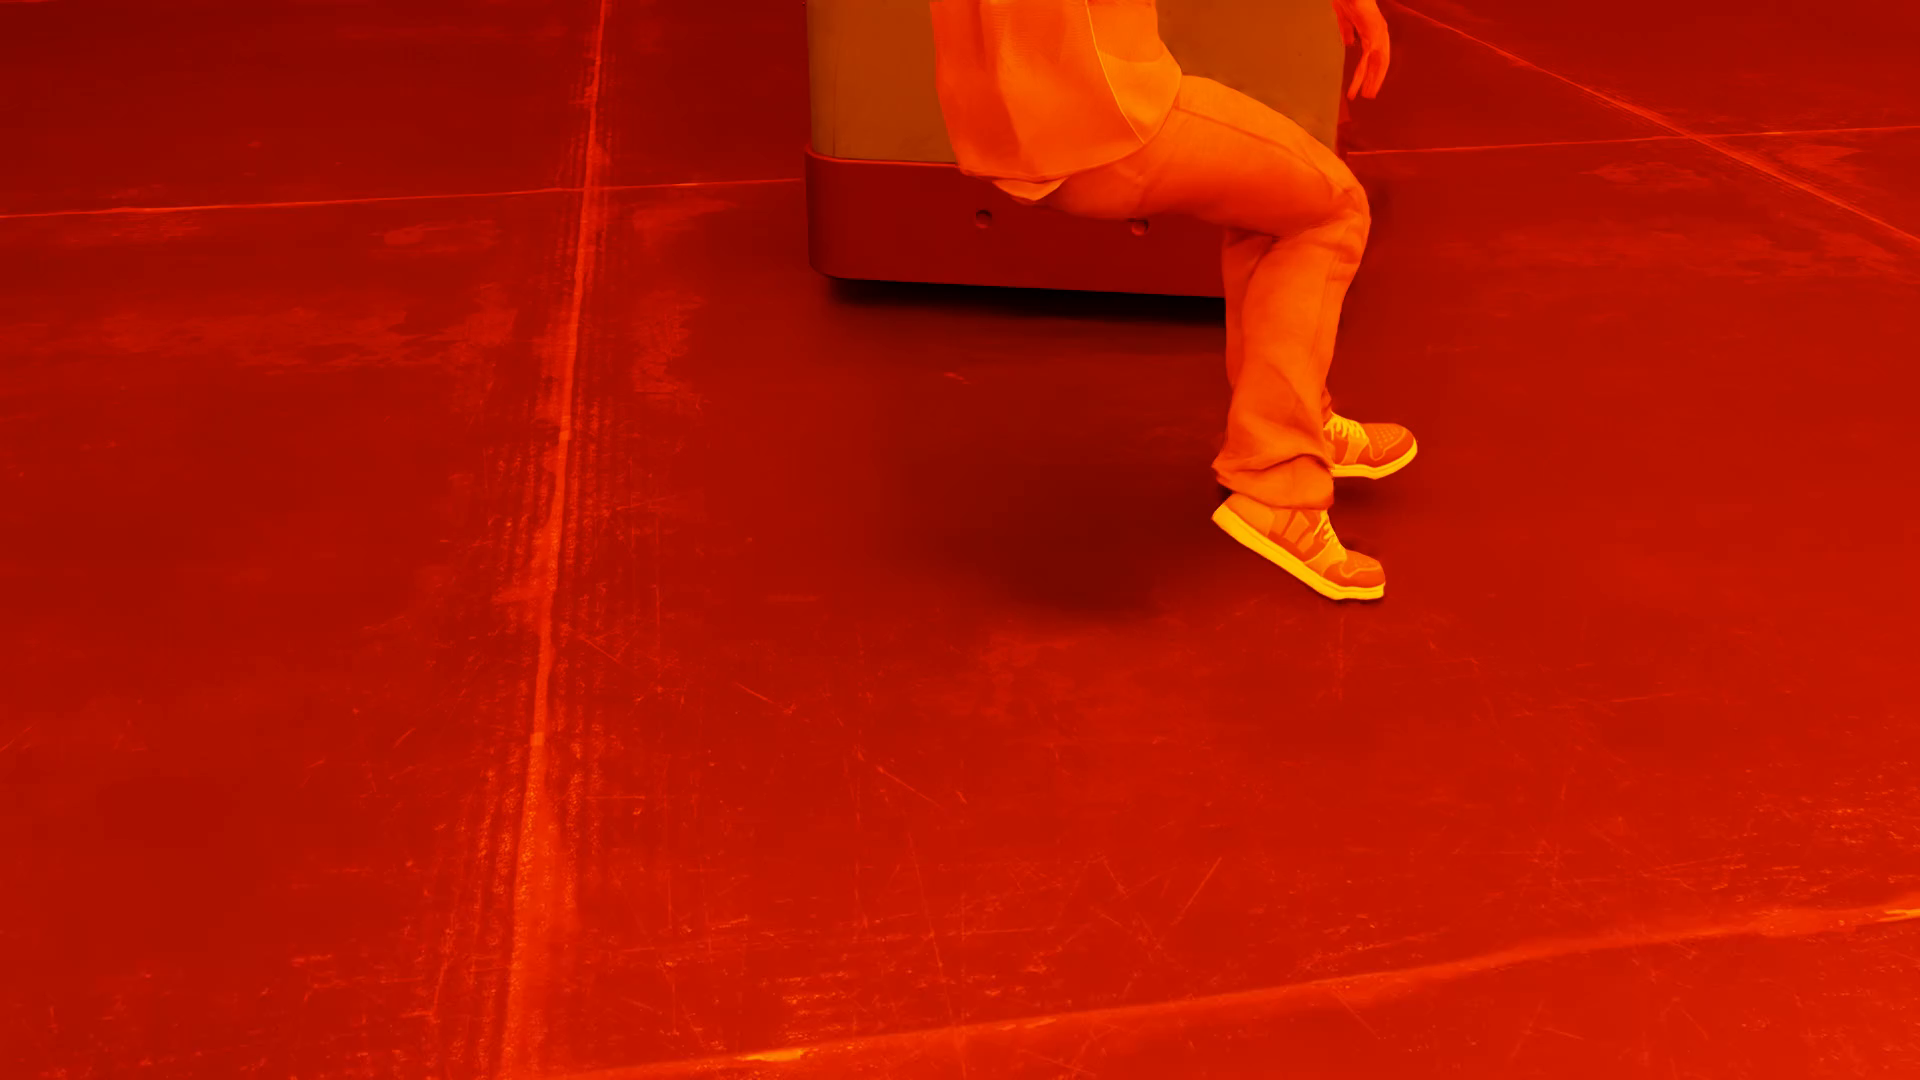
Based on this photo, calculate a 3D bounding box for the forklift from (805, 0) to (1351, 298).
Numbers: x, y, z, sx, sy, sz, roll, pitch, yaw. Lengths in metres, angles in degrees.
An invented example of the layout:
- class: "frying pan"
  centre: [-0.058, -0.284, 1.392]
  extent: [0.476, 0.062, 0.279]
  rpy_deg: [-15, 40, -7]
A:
- class: "forklift"
  centre: [0.421, -2.425, 3.944]
  extent: [1.130, 2.935, 3.031]
  rpy_deg: [4, 28, 8]

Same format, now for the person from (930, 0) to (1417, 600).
- class: "person"
  centre: [0.339, -0.647, 2.219]
  extent: [0.760, 1.395, 0.689]
  rpy_deg: [-15, 31, -26]
